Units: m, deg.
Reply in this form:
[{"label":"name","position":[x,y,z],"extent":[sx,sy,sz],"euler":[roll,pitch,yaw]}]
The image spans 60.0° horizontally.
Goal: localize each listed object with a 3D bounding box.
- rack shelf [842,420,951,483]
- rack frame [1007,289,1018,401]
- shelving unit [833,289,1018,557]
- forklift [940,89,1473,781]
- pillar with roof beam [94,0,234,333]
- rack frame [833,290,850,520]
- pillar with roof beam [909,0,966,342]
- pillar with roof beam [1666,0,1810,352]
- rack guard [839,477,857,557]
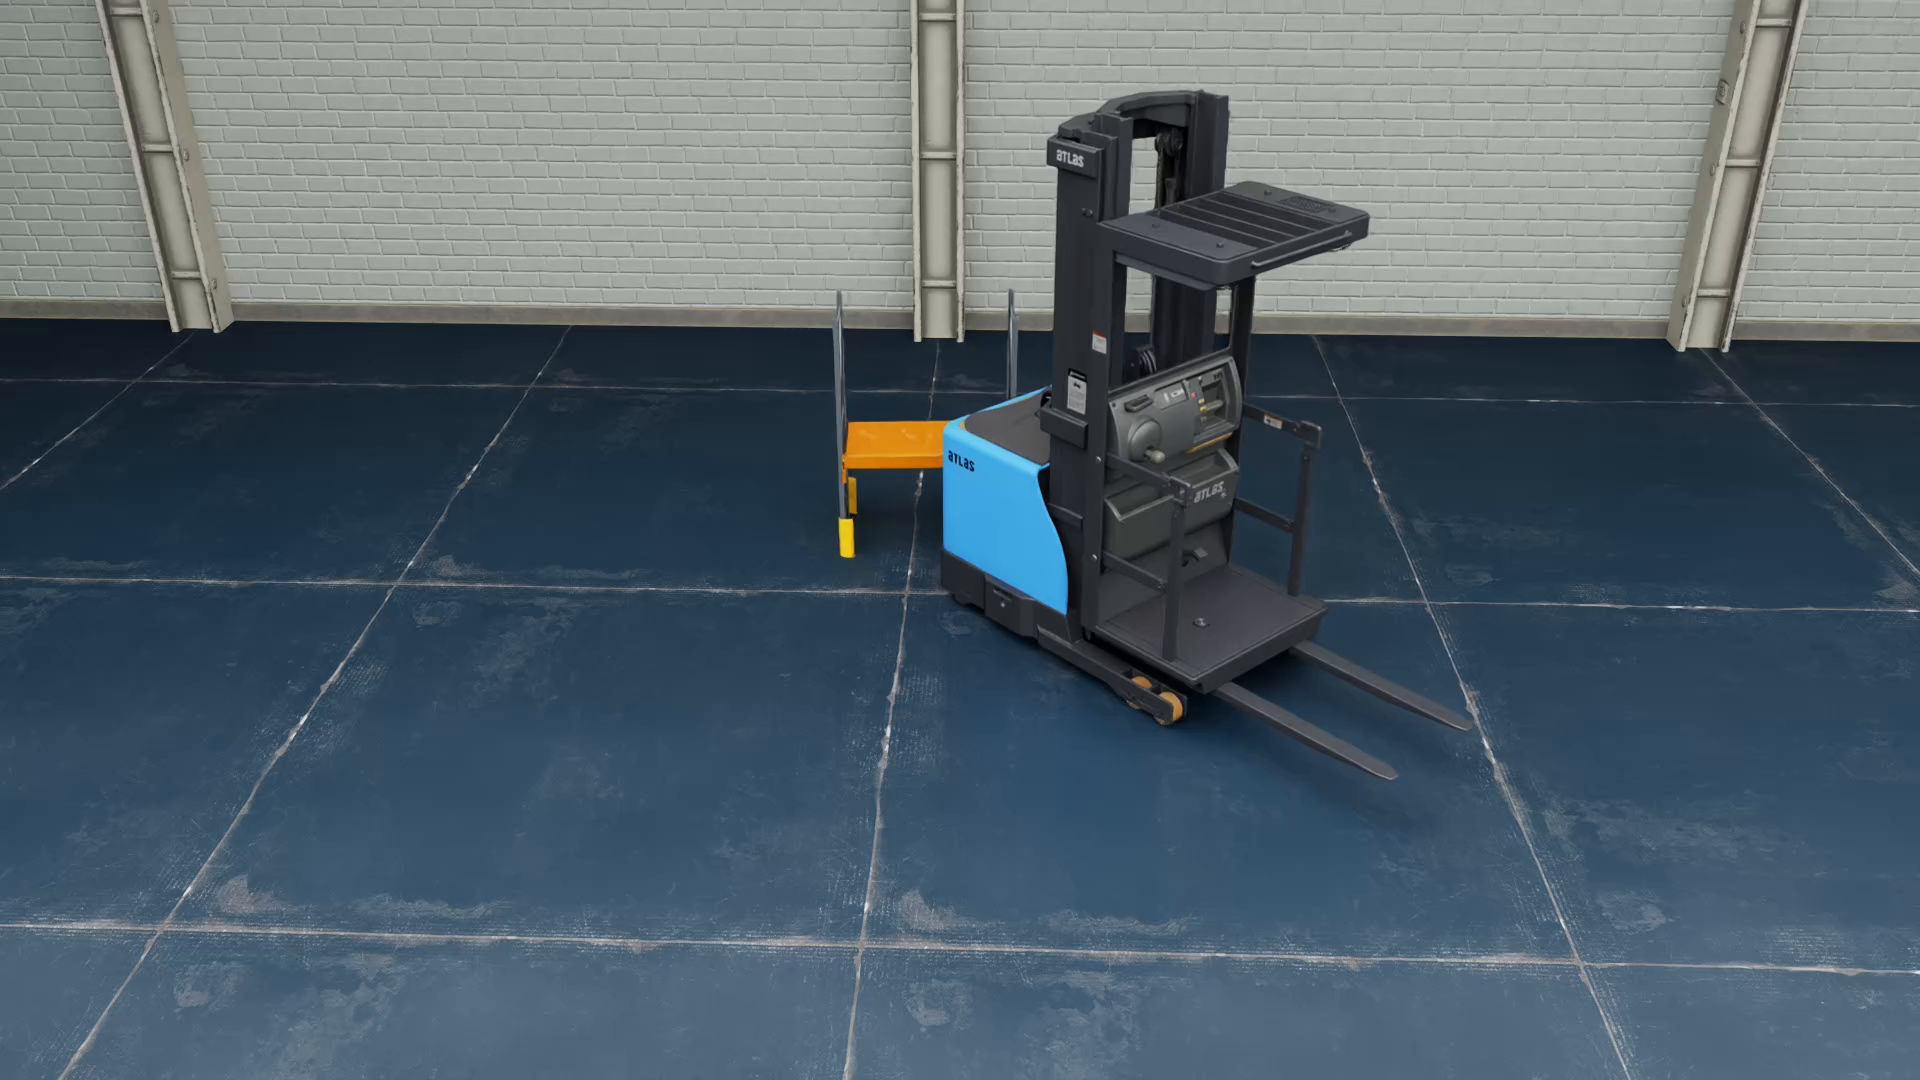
[{"label":"rack shelf","position":[-0.202,-0.545,10.060],"extent":[1.000,0.185,0.538],"euler":[-1,28,-1]},{"label":"rack frame","position":[0.307,-0.709,9.987],"extent":[0.032,1.500,0.500],"euler":[-1,28,-1]},{"label":"shelving unit","position":[-0.192,-0.704,9.976],"extent":[1.083,1.500,0.587],"euler":[-1,28,-1]},{"label":"forklift","position":[1.240,-0.623,8.295],"extent":[1.130,2.935,3.031],"euler":[-23,35,-36]},{"label":"pillar with roof beam","position":[-6.311,-3.709,7.638],"extent":[0.400,9.000,9.100],"euler":[1,28,2]},{"label":"rack frame","position":[-0.710,-0.698,9.966],"extent":[0.032,1.500,0.500],"euler":[-1,28,-1]},{"label":"pillar with roof beam","position":[-0.315,-3.610,7.451],"extent":[0.400,9.000,9.100],"euler":[1,28,2]},{"label":"pillar with roof beam","position":[5.682,-3.510,7.264],"extent":[0.400,9.000,9.100],"euler":[1,28,2]},{"label":"rack guard","position":[-0.690,-0.146,10.259],"extent":[0.087,0.250,0.587],"euler":[-1,28,-1]}]
